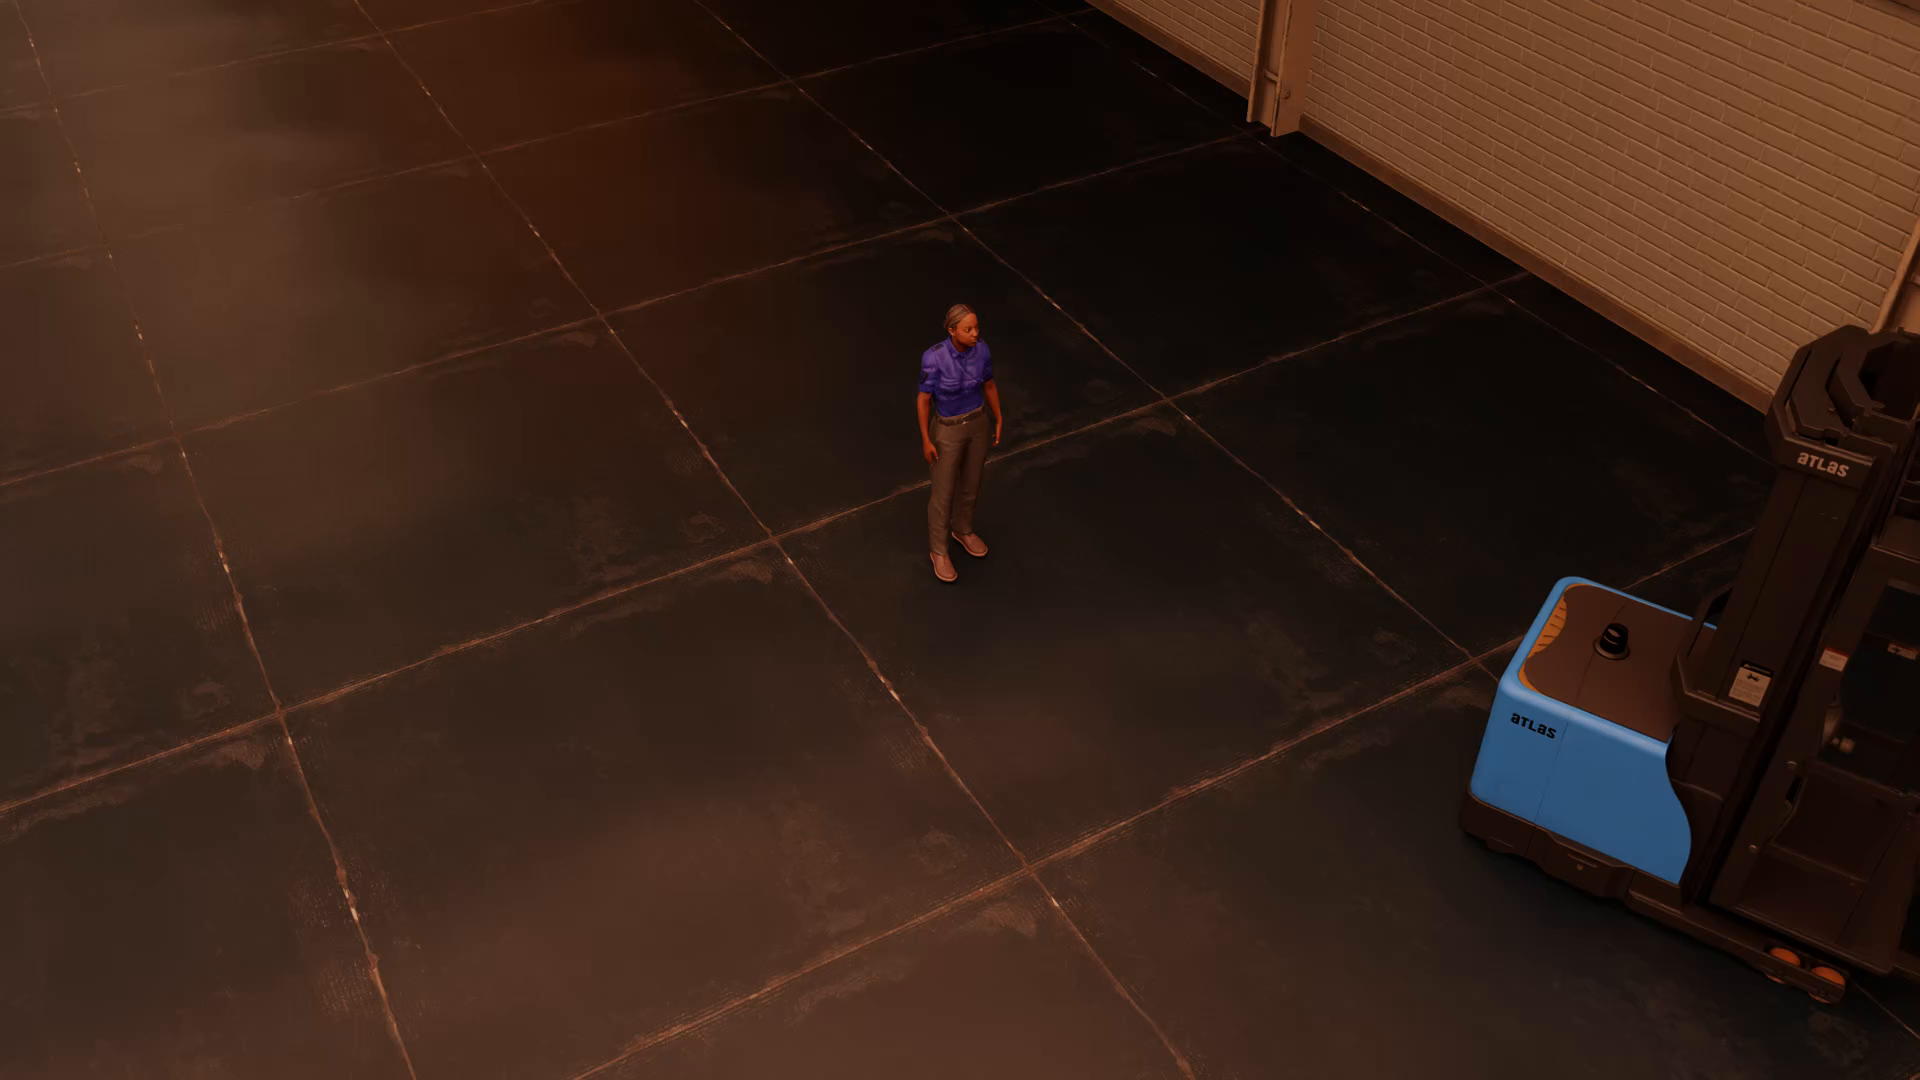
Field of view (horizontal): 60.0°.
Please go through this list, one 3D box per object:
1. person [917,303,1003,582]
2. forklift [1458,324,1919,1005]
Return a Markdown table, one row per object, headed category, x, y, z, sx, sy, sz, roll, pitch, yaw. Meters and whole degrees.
| category | x | y | z | sx | sy | sz | roll | pitch | yaw |
| --- | --- | --- | --- | --- | --- | --- | --- | --- | --- |
| person | 0.027 | -0.588 | 9.733 | 0.569 | 1.656 | 0.503 | -20 | 44 | -23 |
| forklift | 4.057 | 0.632 | 7.274 | 3.031 | 2.935 | 1.130 | 23 | 45 | 25 |
